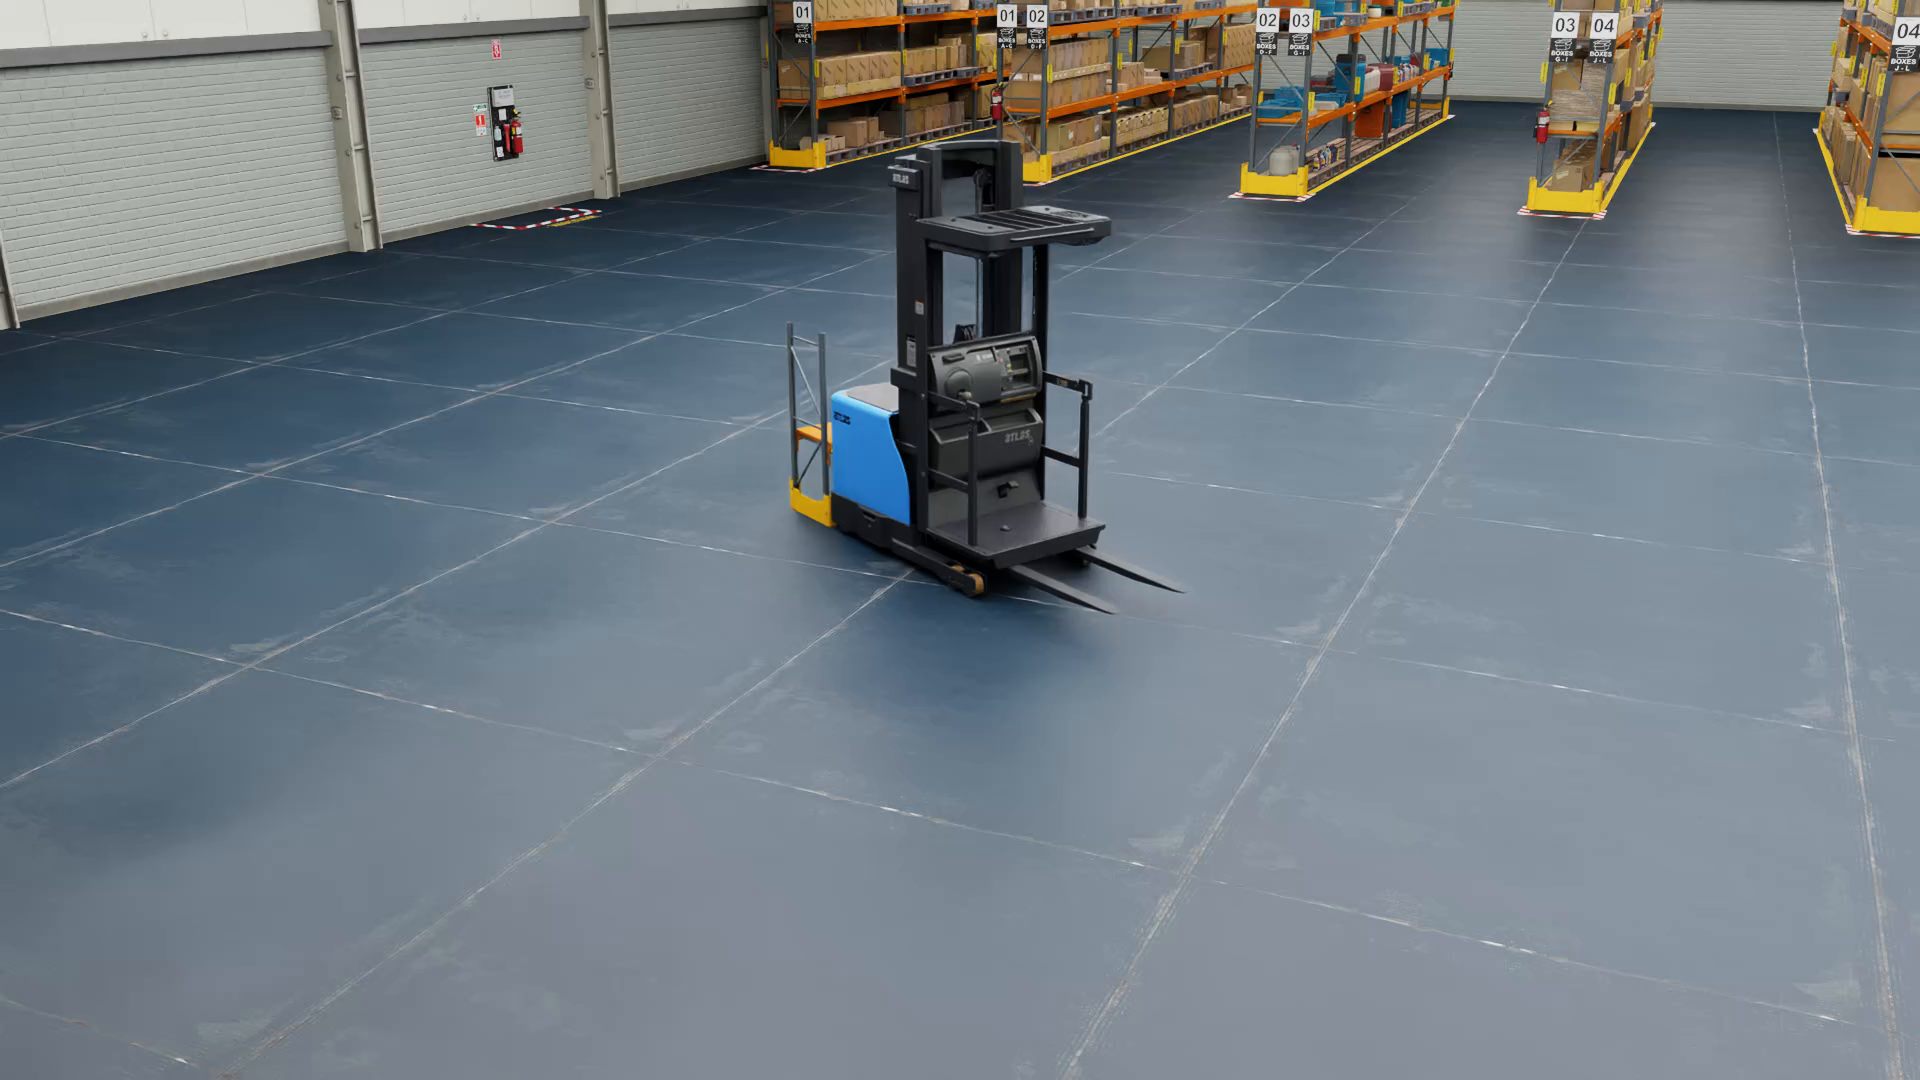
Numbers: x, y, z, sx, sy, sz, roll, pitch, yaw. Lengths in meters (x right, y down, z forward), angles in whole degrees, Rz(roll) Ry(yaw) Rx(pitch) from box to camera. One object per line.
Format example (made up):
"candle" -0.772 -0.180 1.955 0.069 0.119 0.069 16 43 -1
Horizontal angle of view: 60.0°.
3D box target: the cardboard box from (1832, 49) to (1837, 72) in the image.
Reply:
"cardboard box" 20.810 -11.262 39.067 0.500 0.500 0.500 10 22 25

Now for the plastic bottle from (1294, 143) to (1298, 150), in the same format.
"plastic bottle" 6.621 -7.667 32.846 0.144 0.351 0.185 9 22 24

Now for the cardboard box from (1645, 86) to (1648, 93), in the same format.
"cardboard box" 15.836 -10.326 39.571 0.875 0.875 0.875 9 21 23

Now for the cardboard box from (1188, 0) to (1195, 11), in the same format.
"cardboard box" 5.020 -12.714 39.117 0.910 0.500 0.500 9 21 23

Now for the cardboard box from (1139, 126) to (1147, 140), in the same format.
"cardboard box" 3.833 -9.040 36.888 0.500 0.250 0.500 9 21 24

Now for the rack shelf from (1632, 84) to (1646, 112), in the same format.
"rack shelf" 14.305 -9.713 36.377 1.077 0.370 4.000 9 21 23

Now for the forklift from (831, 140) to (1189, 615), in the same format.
"forklift" 0.317 -1.176 11.402 1.130 2.935 3.031 -14 24 -35

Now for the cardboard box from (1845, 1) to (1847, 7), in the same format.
"cardboard box" 20.609 -12.255 38.198 0.500 0.250 0.500 9 22 24

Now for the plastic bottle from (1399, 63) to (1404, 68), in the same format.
"plastic bottle" 10.321 -10.957 38.875 0.144 0.351 0.185 9 21 23

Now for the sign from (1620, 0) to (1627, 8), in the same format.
"sign" 10.705 -8.746 26.802 0.100 0.325 0.005 9 21 23

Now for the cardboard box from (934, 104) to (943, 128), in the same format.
"cardboard box" -0.813 -9.984 39.141 0.700 0.500 0.500 8 21 22

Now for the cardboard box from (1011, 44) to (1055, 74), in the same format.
"cardboard box" 1.399 -9.171 31.694 0.700 0.500 0.500 9 21 23

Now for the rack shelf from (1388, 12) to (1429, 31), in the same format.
"rack shelf" 9.787 -11.806 37.785 1.077 0.370 4.000 9 21 23

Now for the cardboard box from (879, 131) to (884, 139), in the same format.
"cardboard box" -1.900 -8.961 36.762 0.380 0.166 0.250 6 20 16

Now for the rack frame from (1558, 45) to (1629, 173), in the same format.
"rack frame" 11.848 -8.218 31.099 1.000 3.000 0.127 9 21 23

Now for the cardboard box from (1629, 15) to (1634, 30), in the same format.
"cardboard box" 11.900 -9.385 30.129 0.500 0.250 0.500 9 22 25

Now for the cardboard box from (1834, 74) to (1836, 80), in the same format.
"cardboard box" 18.919 -9.888 35.545 0.380 0.149 0.250 9 21 24

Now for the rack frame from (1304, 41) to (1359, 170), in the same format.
"rack frame" 7.330 -8.897 33.010 1.000 3.000 0.127 9 21 23

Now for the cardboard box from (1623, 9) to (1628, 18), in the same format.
"cardboard box" 11.444 -9.205 29.029 0.380 0.149 0.250 10 22 25

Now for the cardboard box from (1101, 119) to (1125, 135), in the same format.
"cardboard box" 3.209 -8.837 35.480 0.500 0.311 0.500 9 21 23

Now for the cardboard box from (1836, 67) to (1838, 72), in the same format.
"cardboard box" 18.817 -9.956 35.290 0.380 0.149 0.250 9 22 24

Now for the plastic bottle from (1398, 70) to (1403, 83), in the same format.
"plastic bottle" 10.008 -10.573 37.908 0.152 0.276 0.135 9 21 23

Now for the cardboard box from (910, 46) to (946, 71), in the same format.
"cardboard box" -0.744 -11.205 38.693 0.700 0.500 0.500 9 21 23

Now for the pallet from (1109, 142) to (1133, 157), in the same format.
"pallet" 3.078 -8.495 36.040 1.003 0.211 1.213 9 21 23

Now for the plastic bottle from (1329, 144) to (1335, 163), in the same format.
"plastic bottle" 7.250 -7.561 32.550 0.144 0.351 0.185 7 21 20

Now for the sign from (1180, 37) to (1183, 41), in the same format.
"sign" 5.590 -12.504 41.859 0.100 0.325 0.005 9 21 23

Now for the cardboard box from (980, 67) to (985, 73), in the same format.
"cardboard box" 0.387 -11.515 40.716 0.380 0.149 0.250 9 21 23

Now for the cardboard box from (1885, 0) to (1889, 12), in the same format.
"cardboard box" 15.258 -8.659 26.868 0.500 0.250 0.500 9 21 23

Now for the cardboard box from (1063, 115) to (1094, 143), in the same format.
"cardboard box" 2.405 -8.357 33.850 0.500 0.500 0.500 9 21 23

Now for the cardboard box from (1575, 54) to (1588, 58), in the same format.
"cardboard box" 10.617 -8.161 28.856 0.500 0.500 0.500 9 21 23

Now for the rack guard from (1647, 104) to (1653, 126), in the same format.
"rack guard" 16.772 -10.716 41.853 1.175 0.500 0.348 9 21 23

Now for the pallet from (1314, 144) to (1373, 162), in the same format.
"pallet" 8.114 -8.203 35.220 1.003 0.211 1.213 9 21 23

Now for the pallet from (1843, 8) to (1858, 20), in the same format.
"pallet" 18.836 -10.785 34.122 1.213 0.211 1.003 9 21 23

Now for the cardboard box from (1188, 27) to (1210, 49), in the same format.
"cardboard box" 6.059 -12.732 42.151 0.500 0.500 0.500 9 21 23

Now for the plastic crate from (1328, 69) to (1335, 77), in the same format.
"plastic crate" 8.027 -9.698 35.167 0.402 0.464 0.583 9 21 23

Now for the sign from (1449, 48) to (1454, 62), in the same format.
"sign" 12.752 -12.572 43.099 0.100 0.325 0.005 9 21 23

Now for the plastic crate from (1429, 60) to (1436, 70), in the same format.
"plastic crate" 11.637 -11.852 41.479 0.416 0.233 0.300 9 21 23

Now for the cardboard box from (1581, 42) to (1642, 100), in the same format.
"cardboard box" 12.301 -8.922 31.557 1.000 1.000 1.000 9 21 23

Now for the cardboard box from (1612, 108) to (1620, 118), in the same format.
"cardboard box" 11.760 -7.758 30.182 0.380 0.149 0.250 9 21 23

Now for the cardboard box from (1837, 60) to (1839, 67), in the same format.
"cardboard box" 18.811 -10.090 35.225 0.380 0.149 0.250 9 21 23

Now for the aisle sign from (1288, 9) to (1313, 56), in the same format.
"aisle sign" 5.929 -8.837 28.961 0.394 0.787 0.004 9 21 23

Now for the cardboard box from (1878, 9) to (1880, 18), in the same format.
"cardboard box" 15.768 -8.902 28.146 0.380 0.149 0.250 9 21 23

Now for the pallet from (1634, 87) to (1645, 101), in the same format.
"pallet" 13.292 -9.118 33.916 1.213 0.211 1.003 9 21 23

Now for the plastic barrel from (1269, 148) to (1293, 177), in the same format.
"plastic barrel" 5.891 -6.912 30.513 0.421 0.512 0.421 0 20 0

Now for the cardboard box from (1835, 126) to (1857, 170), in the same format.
"cardboard box" 17.284 -7.425 31.602 1.050 0.750 0.750 9 21 24

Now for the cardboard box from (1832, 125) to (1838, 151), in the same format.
"cardboard box" 18.419 -8.308 34.457 0.500 0.500 0.500 8 21 20

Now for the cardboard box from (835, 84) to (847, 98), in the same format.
"cardboard box" -2.658 -9.239 34.165 0.500 0.250 0.500 8 21 21

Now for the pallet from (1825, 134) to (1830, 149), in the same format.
"pallet" 19.851 -8.848 37.033 1.003 0.211 1.213 9 21 23

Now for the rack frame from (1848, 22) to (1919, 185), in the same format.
"rack frame" 16.332 -7.506 29.098 1.000 3.000 0.127 9 21 23

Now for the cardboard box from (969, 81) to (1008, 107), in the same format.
"cardboard box" 0.715 -11.138 41.892 0.750 0.750 0.750 8 21 22

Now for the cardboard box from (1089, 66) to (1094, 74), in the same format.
"cardboard box" 2.478 -9.507 33.609 0.380 0.149 0.250 8 21 22

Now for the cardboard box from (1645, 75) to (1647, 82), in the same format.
"cardboard box" 15.549 -10.590 38.144 0.380 0.149 0.250 9 21 23

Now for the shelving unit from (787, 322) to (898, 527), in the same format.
"shelving unit" -0.742 -0.990 13.014 1.083 1.500 0.587 -14 24 -34

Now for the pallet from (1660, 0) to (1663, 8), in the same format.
"pallet" 16.468 -13.029 40.284 1.003 0.211 1.213 9 21 23

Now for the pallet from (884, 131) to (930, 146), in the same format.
"pallet" -1.391 -9.181 37.969 1.003 0.211 1.213 9 21 23
